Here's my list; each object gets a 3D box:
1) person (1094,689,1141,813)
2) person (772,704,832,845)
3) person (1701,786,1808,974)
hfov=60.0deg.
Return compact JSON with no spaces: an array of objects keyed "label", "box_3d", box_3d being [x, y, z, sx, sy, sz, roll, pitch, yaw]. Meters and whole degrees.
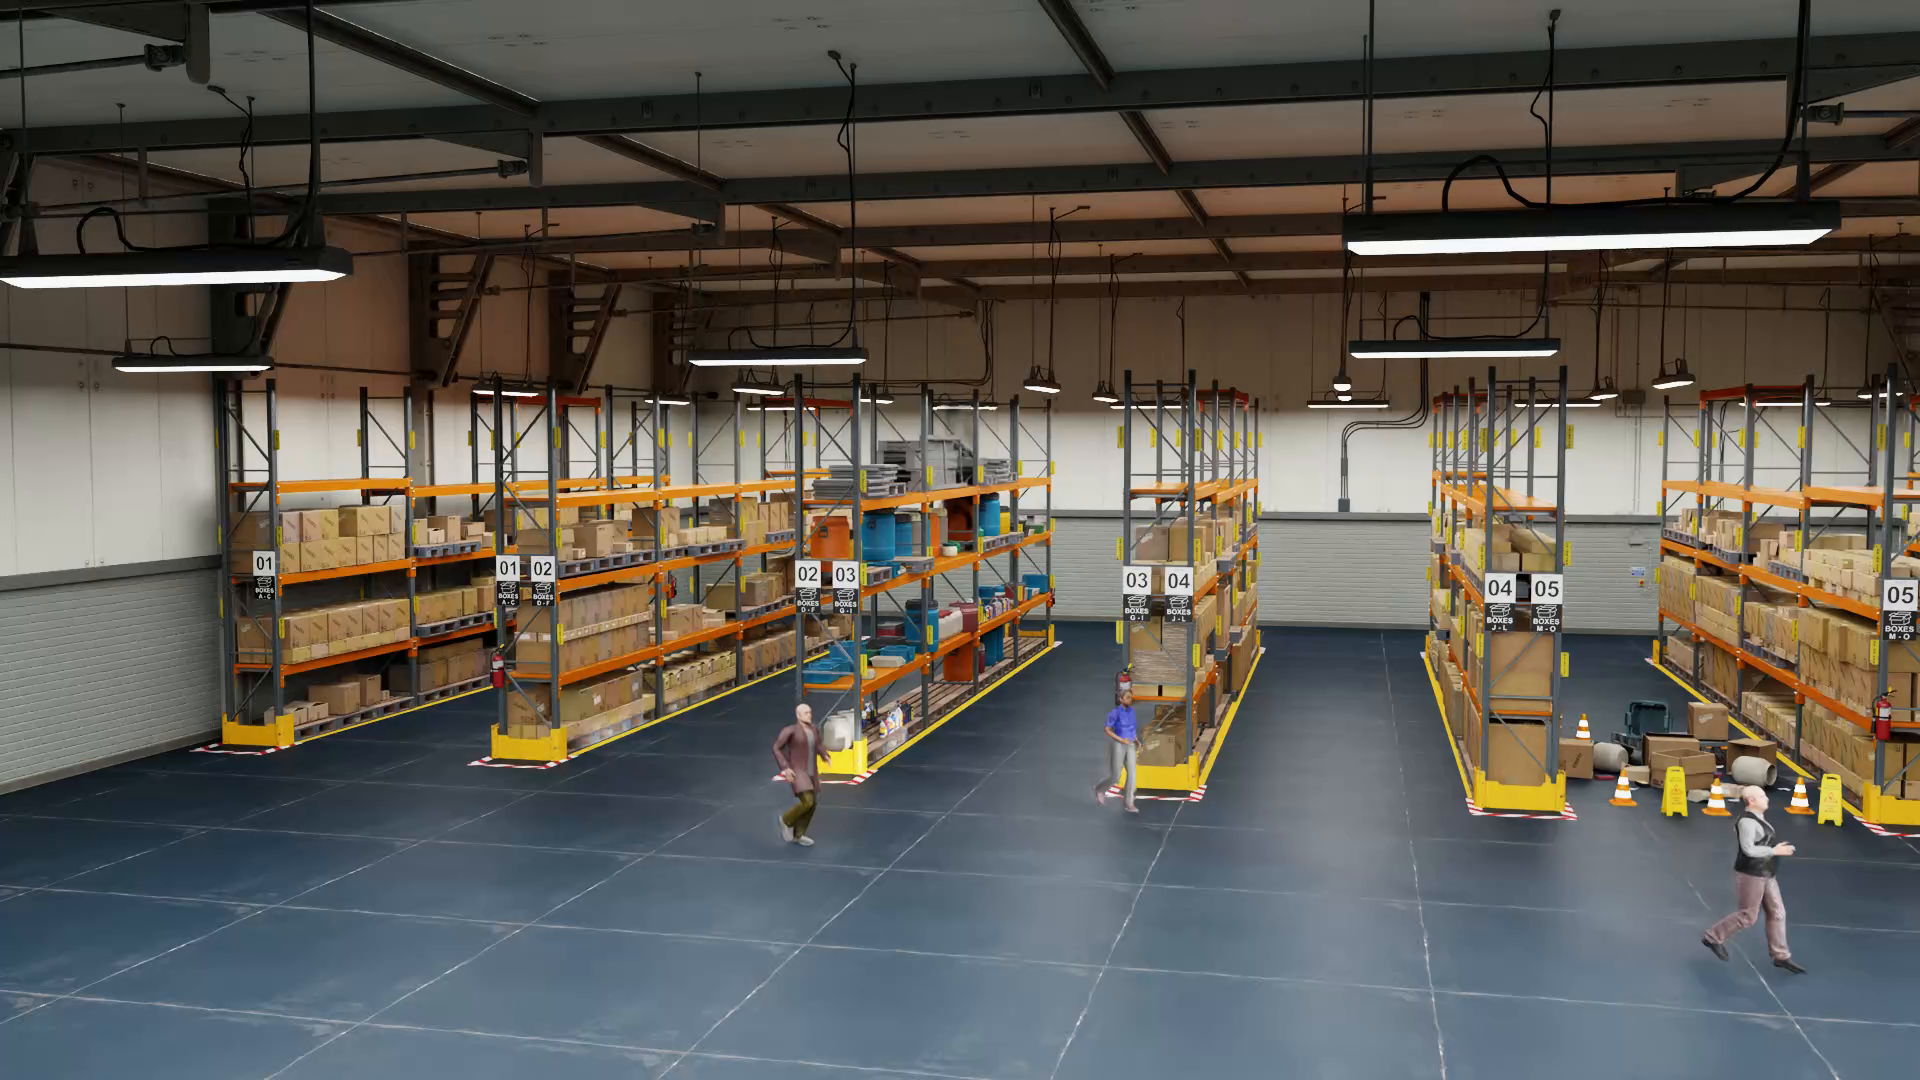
[{"label":"person","box_3d":[2.190,2.823,22.502,0.615,1.631,0.830,-3,4,-37]},{"label":"person","box_3d":[-1.914,2.897,20.555,0.629,1.746,0.723,3,4,38]},{"label":"person","box_3d":[7.497,3.169,15.658,0.906,1.715,0.661,3,4,39]}]
